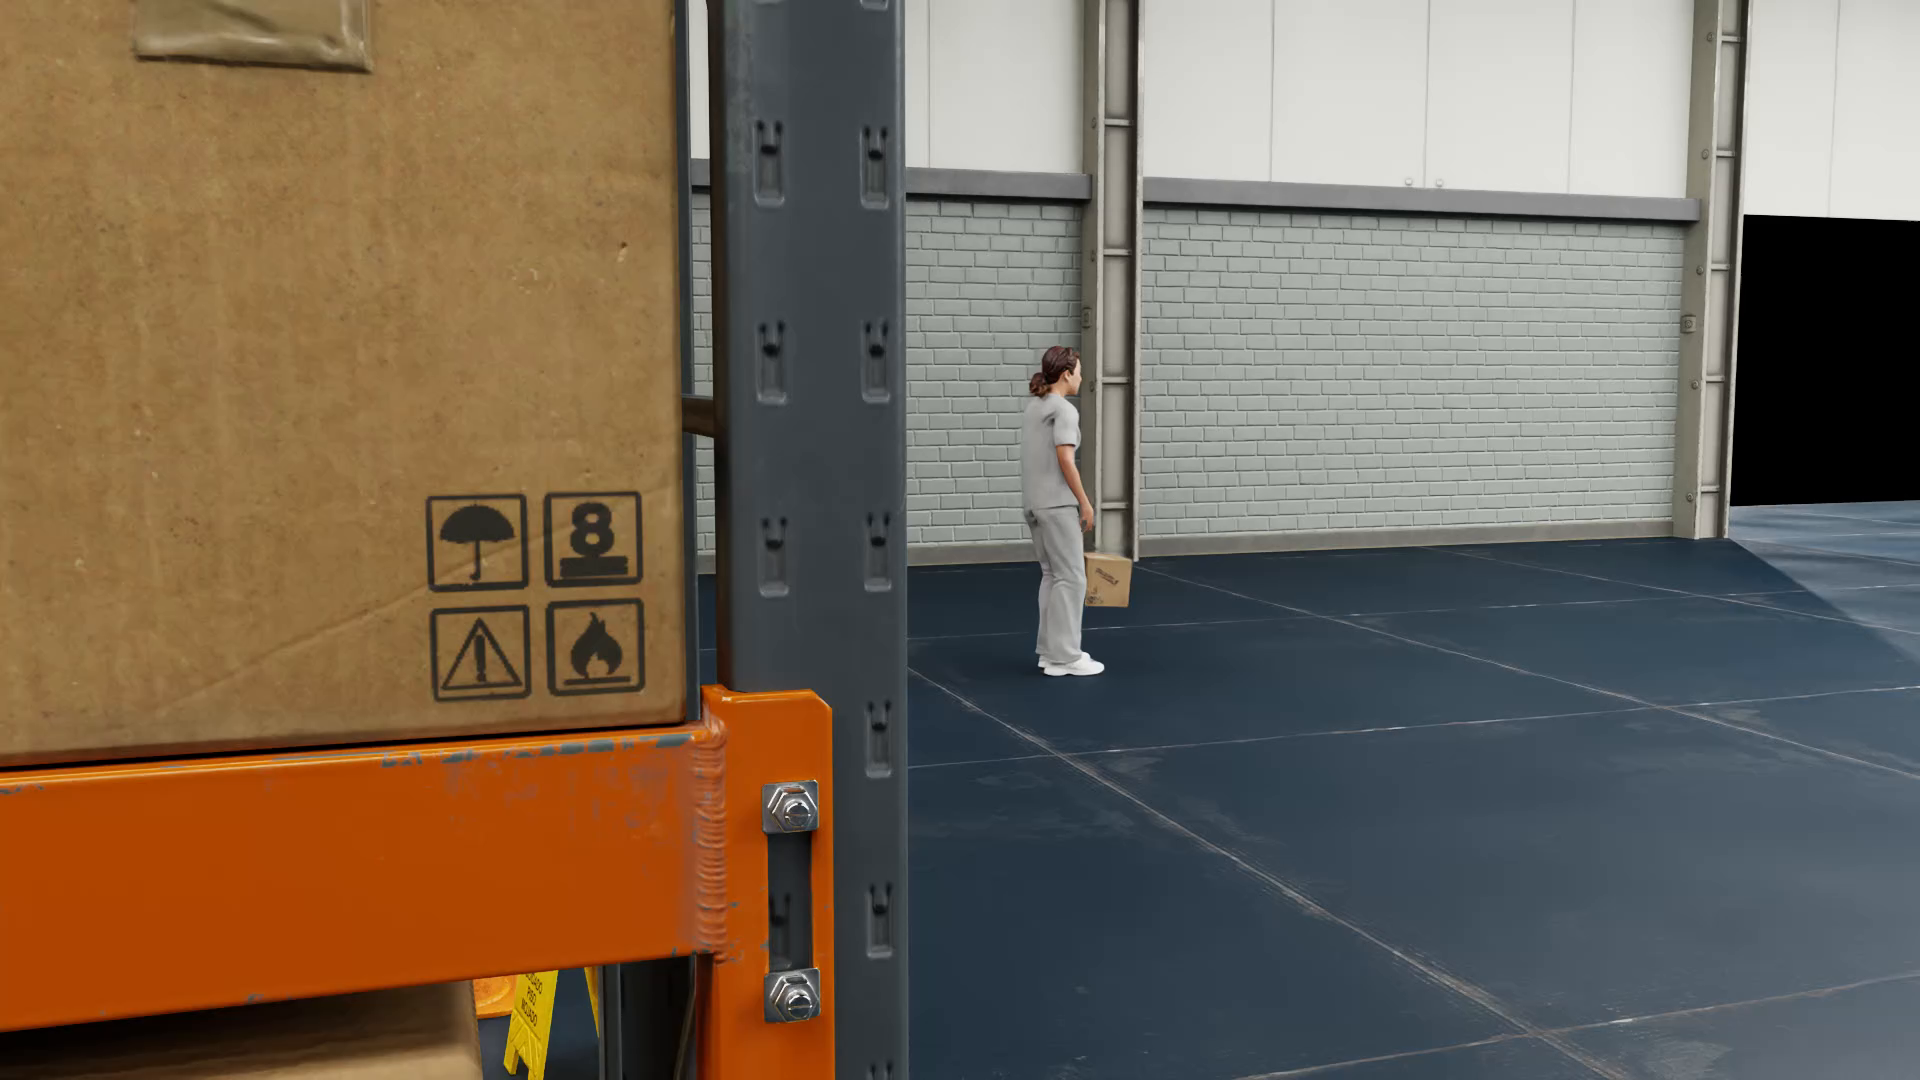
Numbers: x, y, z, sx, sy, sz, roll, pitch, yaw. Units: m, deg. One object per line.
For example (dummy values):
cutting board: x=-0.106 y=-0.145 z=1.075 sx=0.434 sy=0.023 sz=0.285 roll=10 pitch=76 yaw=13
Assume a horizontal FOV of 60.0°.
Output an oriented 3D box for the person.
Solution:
person: x=0.526 y=-0.157 z=8.570 sx=0.415 sy=1.672 sz=0.476 roll=-2 pitch=6 yaw=-20
